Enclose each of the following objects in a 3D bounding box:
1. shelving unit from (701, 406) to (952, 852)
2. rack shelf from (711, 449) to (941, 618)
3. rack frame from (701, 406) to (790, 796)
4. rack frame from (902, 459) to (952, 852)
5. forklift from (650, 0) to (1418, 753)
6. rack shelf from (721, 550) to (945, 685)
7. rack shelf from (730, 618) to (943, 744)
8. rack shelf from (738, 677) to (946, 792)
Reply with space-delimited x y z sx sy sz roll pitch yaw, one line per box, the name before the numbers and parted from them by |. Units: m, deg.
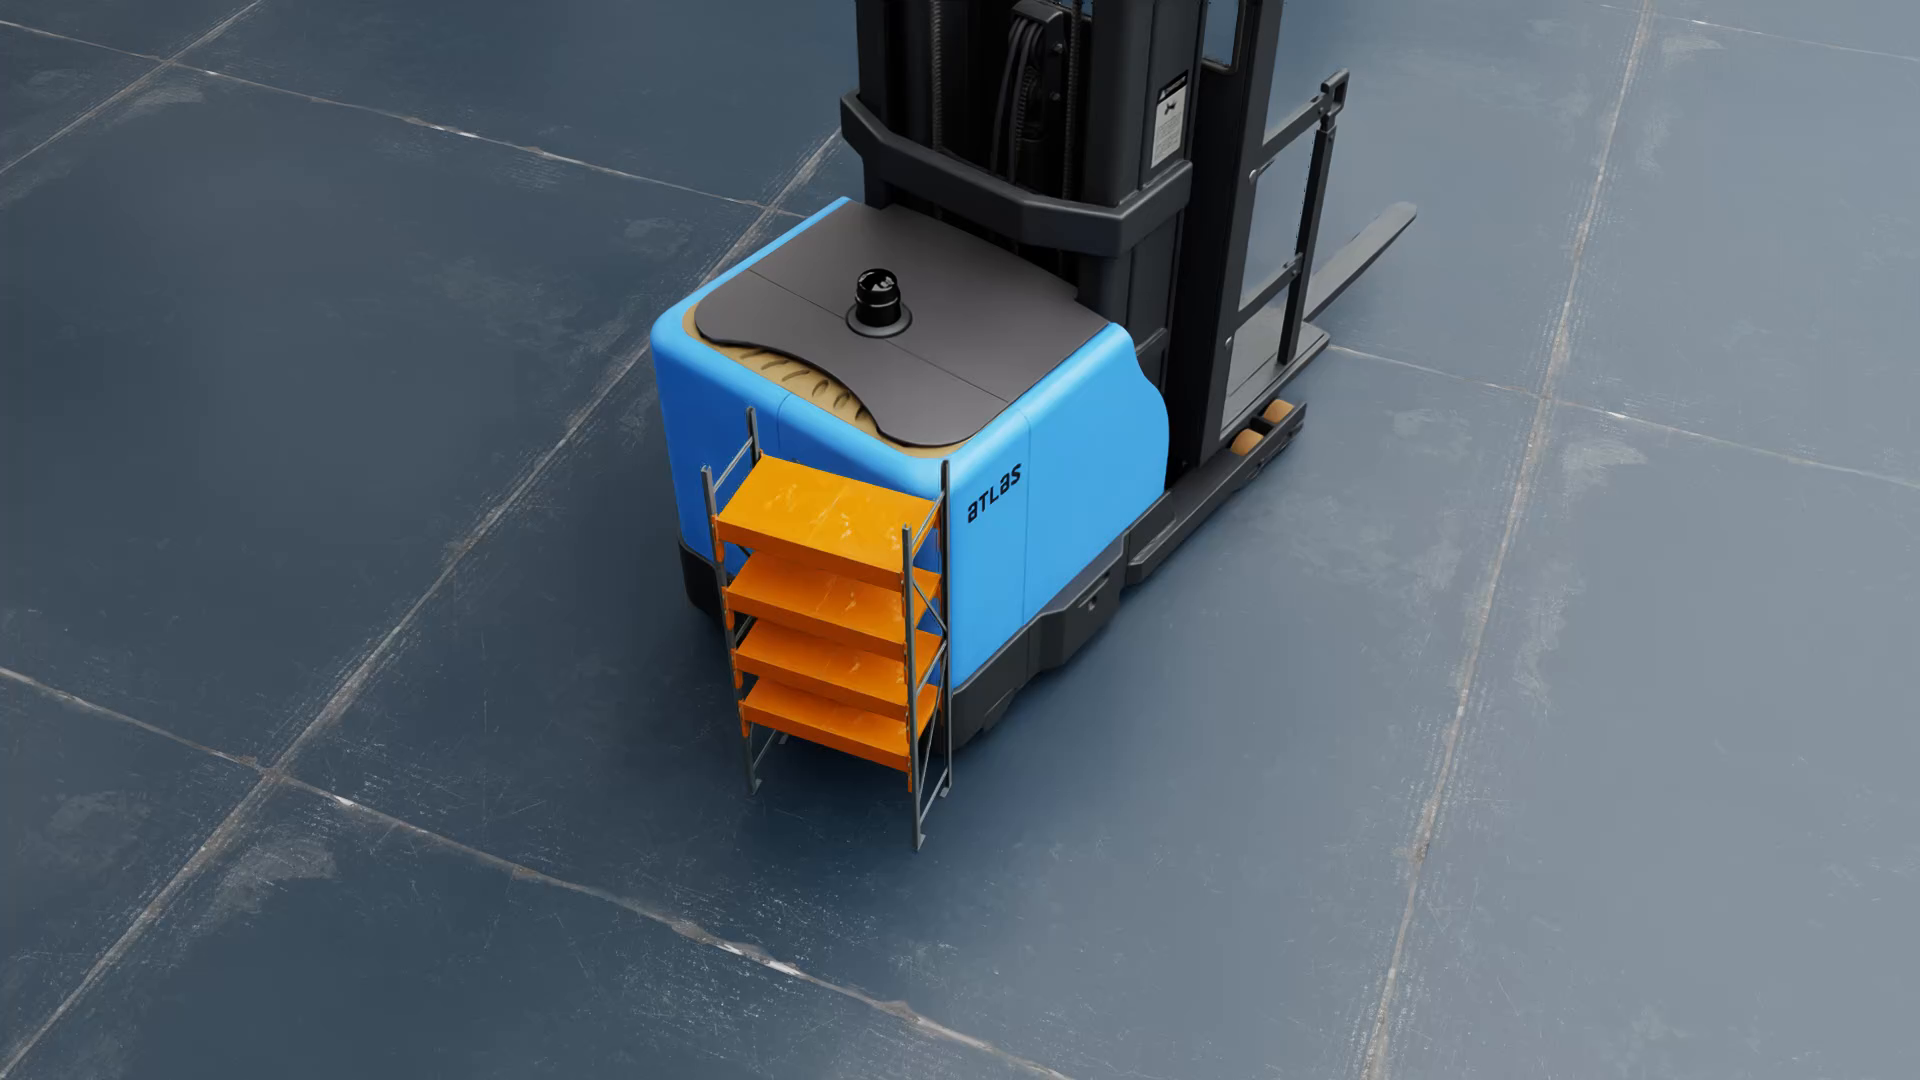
shelving unit | -0.300 0.259 4.139 0.503 1.200 0.258 16 47 15
rack shelf | -0.300 -0.020 3.862 0.480 0.148 0.258 16 47 15
rack frame | -0.527 0.194 4.204 0.015 1.200 0.240 16 47 15
rack frame | -0.074 0.323 4.075 0.015 1.200 0.240 16 47 15
forklift | 0.493 -1.435 4.614 1.130 2.935 3.031 30 52 26
rack shelf | -0.300 0.148 4.029 0.480 0.148 0.258 16 47 15
rack shelf | -0.300 0.306 4.187 0.480 0.148 0.258 16 47 15
rack shelf | -0.300 0.447 4.327 0.480 0.148 0.258 16 47 15
